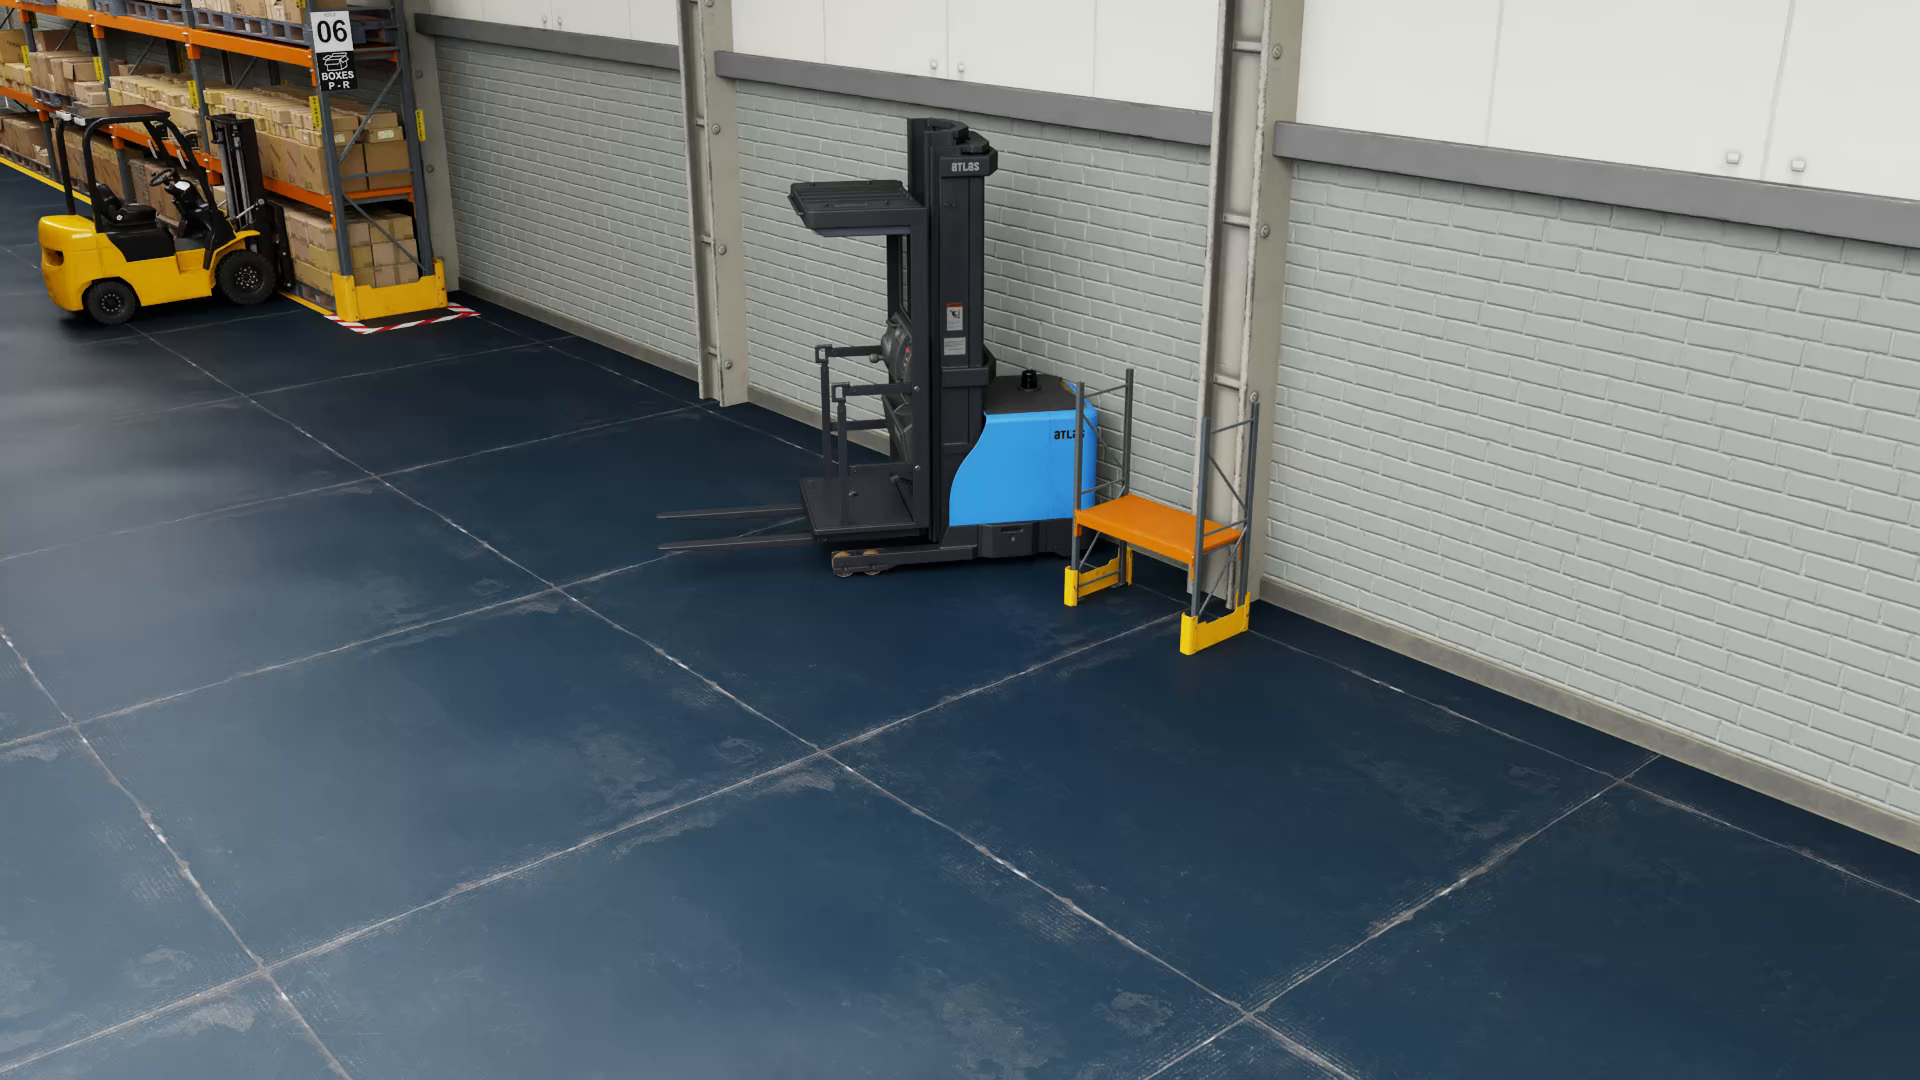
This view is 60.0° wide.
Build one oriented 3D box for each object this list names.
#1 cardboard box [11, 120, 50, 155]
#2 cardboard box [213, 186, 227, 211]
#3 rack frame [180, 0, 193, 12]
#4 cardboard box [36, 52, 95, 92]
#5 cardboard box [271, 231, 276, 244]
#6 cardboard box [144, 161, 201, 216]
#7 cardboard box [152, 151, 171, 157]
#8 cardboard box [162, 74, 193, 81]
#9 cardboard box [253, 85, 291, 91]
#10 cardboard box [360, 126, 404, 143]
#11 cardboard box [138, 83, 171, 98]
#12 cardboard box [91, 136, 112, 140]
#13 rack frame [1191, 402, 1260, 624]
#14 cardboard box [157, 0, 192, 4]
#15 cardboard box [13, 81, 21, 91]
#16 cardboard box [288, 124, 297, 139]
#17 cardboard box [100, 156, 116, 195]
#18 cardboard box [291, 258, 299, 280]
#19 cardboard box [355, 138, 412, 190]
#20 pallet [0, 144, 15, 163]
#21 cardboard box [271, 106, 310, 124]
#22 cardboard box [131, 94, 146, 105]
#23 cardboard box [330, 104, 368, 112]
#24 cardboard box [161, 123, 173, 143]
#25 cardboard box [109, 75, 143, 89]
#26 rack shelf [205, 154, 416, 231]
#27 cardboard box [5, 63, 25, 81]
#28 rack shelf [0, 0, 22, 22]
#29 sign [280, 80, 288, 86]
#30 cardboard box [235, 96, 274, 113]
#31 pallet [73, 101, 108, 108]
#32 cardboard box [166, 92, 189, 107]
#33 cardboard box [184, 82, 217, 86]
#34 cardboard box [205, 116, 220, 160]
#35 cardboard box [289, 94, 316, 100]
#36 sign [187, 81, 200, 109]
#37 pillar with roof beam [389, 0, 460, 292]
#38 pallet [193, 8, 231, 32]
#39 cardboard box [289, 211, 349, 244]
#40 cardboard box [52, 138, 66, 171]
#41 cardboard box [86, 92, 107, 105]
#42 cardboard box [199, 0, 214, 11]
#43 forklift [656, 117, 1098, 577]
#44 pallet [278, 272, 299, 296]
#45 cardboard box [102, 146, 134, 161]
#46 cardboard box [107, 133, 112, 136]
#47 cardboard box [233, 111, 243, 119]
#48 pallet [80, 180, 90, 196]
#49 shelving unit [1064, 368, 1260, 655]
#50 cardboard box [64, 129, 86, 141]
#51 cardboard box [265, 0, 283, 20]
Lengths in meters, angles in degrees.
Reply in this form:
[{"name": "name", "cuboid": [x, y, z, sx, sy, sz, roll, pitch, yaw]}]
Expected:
[{"name": "cardboard box", "cuboid": [-15.624, -6.789, 28.055, 0.500, 0.500, 0.500, -17, 27, -36]}, {"name": "cardboard box", "cuboid": [-8.838, -4.221, 20.471, 0.500, 0.250, 0.500, -18, 28, -38]}, {"name": "rack frame", "cuboid": [-8.916, -7.842, 19.667, 1.000, 3.000, 0.127, -17, 27, -37]}, {"name": "cardboard box", "cuboid": [-13.654, -7.171, 25.466, 0.700, 0.500, 0.500, -17, 27, -37]}, {"name": "cardboard box", "cuboid": [-7.855, -3.569, 19.493, 0.500, 0.250, 0.500, -18, 27, -38]}, {"name": "cardboard box", "cuboid": [-10.698, -4.889, 23.034, 0.875, 0.625, 0.625, -16, 27, -36]}, {"name": "cardboard box", "cuboid": [-11.631, -5.706, 24.401, 0.380, 0.149, 0.250, -16, 26, -35]}, {"name": "cardboard box", "cuboid": [-10.906, -6.415, 23.223, 0.380, 0.149, 0.250, -17, 27, -36]}, {"name": "cardboard box", "cuboid": [-8.479, -5.519, 20.528, 0.380, 0.149, 0.250, -17, 27, -37]}, {"name": "cardboard box", "cuboid": [-6.330, -4.447, 18.199, 0.380, 0.149, 0.250, -18, 28, -39]}, {"name": "cardboard box", "cuboid": [-10.692, -5.990, 22.138, 0.380, 0.149, 0.250, -17, 27, -36]}, {"name": "cardboard box", "cuboid": [-13.007, -6.017, 25.194, 0.380, 0.149, 0.250, -17, 27, -37]}, {"name": "rack frame", "cuboid": [1.603, -0.069, 10.104, 0.500, 1.500, 0.032, -18, 28, -39]}, {"name": "cardboard box", "cuboid": [-9.573, -6.788, 20.497, 0.500, 0.311, 0.500, -19, 28, -39]}, {"name": "cardboard box", "cuboid": [-15.250, -7.445, 27.225, 0.380, 0.149, 0.250, -18, 28, -38]}, {"name": "cardboard box", "cuboid": [-7.209, -4.542, 18.441, 0.380, 0.149, 0.250, -18, 27, -38]}, {"name": "cardboard box", "cuboid": [-12.285, -5.392, 24.489, 0.500, 0.500, 0.500, -18, 28, -38]}, {"name": "cardboard box", "cuboid": [-7.488, -3.193, 19.218, 0.500, 0.250, 0.500, -17, 27, -37]}, {"name": "cardboard box", "cuboid": [-6.418, -4.193, 18.439, 0.500, 0.500, 0.500, -16, 27, -36]}, {"name": "pallet", "cuboid": [-16.178, -6.824, 29.119, 1.003, 0.211, 1.213, -17, 27, -37]}, {"name": "cardboard box", "cuboid": [-7.435, -4.738, 18.533, 0.380, 0.149, 0.250, -17, 27, -36]}, {"name": "cardboard box", "cuboid": [-10.768, -5.848, 22.323, 0.500, 0.250, 0.500, -18, 28, -39]}, {"name": "cardboard box", "cuboid": [-6.841, -4.796, 18.681, 0.380, 0.149, 0.250, -17, 27, -37]}, {"name": "cardboard box", "cuboid": [-10.076, -5.338, 21.705, 0.500, 0.250, 0.500, -17, 27, -37]}, {"name": "cardboard box", "cuboid": [-11.542, -6.344, 23.042, 0.380, 0.149, 0.250, -16, 27, -36]}, {"name": "rack shelf", "cuboid": [-7.610, -4.161, 19.481, 1.077, 0.370, 4.000, -17, 27, -37]}, {"name": "cardboard box", "cuboid": [-15.309, -7.686, 27.292, 0.500, 0.250, 0.500, -18, 27, -38]}, {"name": "rack shelf", "cuboid": [-15.443, -8.873, 27.399, 1.077, 0.370, 4.000, -17, 27, -37]}, {"name": "sign", "cuboid": [-8.496, -5.621, 20.927, 0.100, 0.325, 0.005, -17, 27, -37]}, {"name": "cardboard box", "cuboid": [-8.240, -5.097, 19.450, 0.380, 0.149, 0.250, -18, 28, -38]}, {"name": "pallet", "cuboid": [-12.023, -6.235, 24.053, 1.213, 0.211, 1.003, -17, 27, -37]}, {"name": "cardboard box", "cuboid": [-9.881, -5.627, 21.211, 0.380, 0.149, 0.250, -19, 28, -39]}, {"name": "cardboard box", "cuboid": [-10.145, -6.041, 22.268, 0.380, 0.149, 0.250, -16, 27, -36]}, {"name": "cardboard box", "cuboid": [-8.824, -4.910, 20.271, 0.500, 0.500, 0.500, -18, 28, -39]}, {"name": "cardboard box", "cuboid": [-7.667, -5.158, 19.605, 0.380, 0.149, 0.250, -18, 28, -38]}, {"name": "sign", "cuboid": [-9.321, -5.419, 20.227, 0.100, 0.325, 0.005, -17, 27, -37]}, {"name": "pillar with roof beam", "cuboid": [-9.338, -6.119, 15.267, 9.100, 9.000, 0.400, -17, 27, -37]}, {"name": "pallet", "cuboid": [-8.340, -6.174, 19.644, 1.003, 0.211, 1.213, -17, 27, -37]}, {"name": "cardboard box", "cuboid": [-7.180, -3.517, 18.673, 0.500, 0.250, 0.500, -17, 27, -36]}, {"name": "cardboard box", "cuboid": [-13.993, -6.103, 26.305, 0.500, 0.500, 0.500, -16, 26, -35]}, {"name": "cardboard box", "cuboid": [-12.246, -6.322, 23.782, 0.380, 0.149, 0.250, -17, 27, -36]}, {"name": "cardboard box", "cuboid": [-8.558, -6.358, 19.400, 0.500, 0.311, 0.500, -17, 27, -36]}, {"name": "forklift", "cuboid": [-0.612, -1.322, 11.341, 3.031, 2.935, 1.130, -4, 22, -10]}, {"name": "pallet", "cuboid": [-7.628, -3.183, 19.822, 1.003, 0.211, 1.213, -17, 27, -37]}, {"name": "cardboard box", "cuboid": [-12.243, -5.631, 24.211, 0.380, 0.149, 0.250, -19, 28, -40]}, {"name": "cardboard box", "cuboid": [-13.012, -6.270, 25.840, 0.380, 0.149, 0.250, -17, 27, -36]}, {"name": "cardboard box", "cuboid": [-8.271, -4.951, 19.486, 0.380, 0.149, 0.250, -18, 28, -38]}, {"name": "pallet", "cuboid": [-12.778, -5.407, 25.501, 1.003, 0.211, 1.213, -17, 27, -37]}, {"name": "shelving unit", "cuboid": [1.256, -0.209, 10.461, 0.587, 1.500, 1.083, -18, 28, -39]}, {"name": "cardboard box", "cuboid": [-13.866, -6.372, 26.102, 0.380, 0.149, 0.250, -18, 28, -39]}, {"name": "cardboard box", "cuboid": [-7.241, -5.746, 17.901, 0.396, 0.266, 0.258, -17, 27, -37]}]
